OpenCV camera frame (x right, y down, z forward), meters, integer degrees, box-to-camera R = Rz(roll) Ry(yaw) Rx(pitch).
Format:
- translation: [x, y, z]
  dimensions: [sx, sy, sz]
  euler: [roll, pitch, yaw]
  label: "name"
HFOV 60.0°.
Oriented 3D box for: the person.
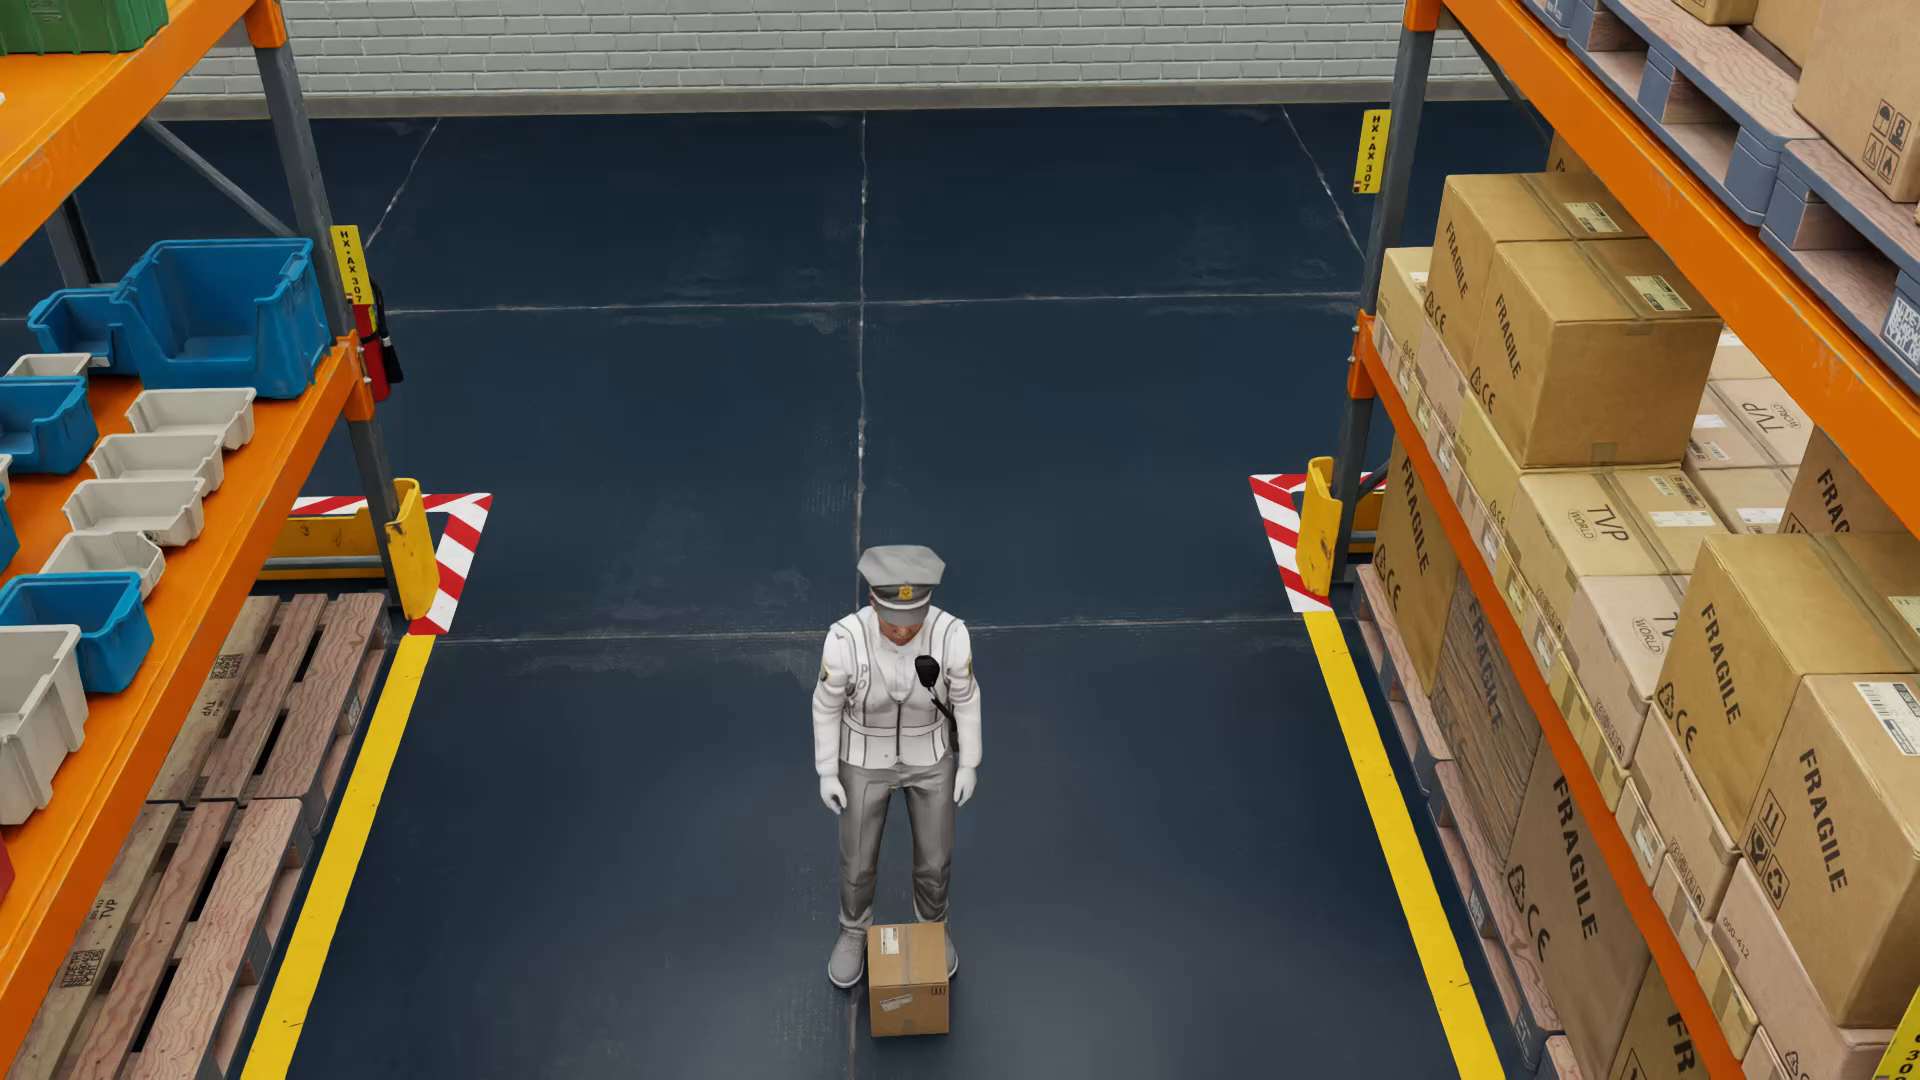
- translation: [-0.189, 0.704, 5.161]
  dimensions: [0.518, 1.655, 0.369]
  euler: [-3, 36, -4]
  label: "person"
